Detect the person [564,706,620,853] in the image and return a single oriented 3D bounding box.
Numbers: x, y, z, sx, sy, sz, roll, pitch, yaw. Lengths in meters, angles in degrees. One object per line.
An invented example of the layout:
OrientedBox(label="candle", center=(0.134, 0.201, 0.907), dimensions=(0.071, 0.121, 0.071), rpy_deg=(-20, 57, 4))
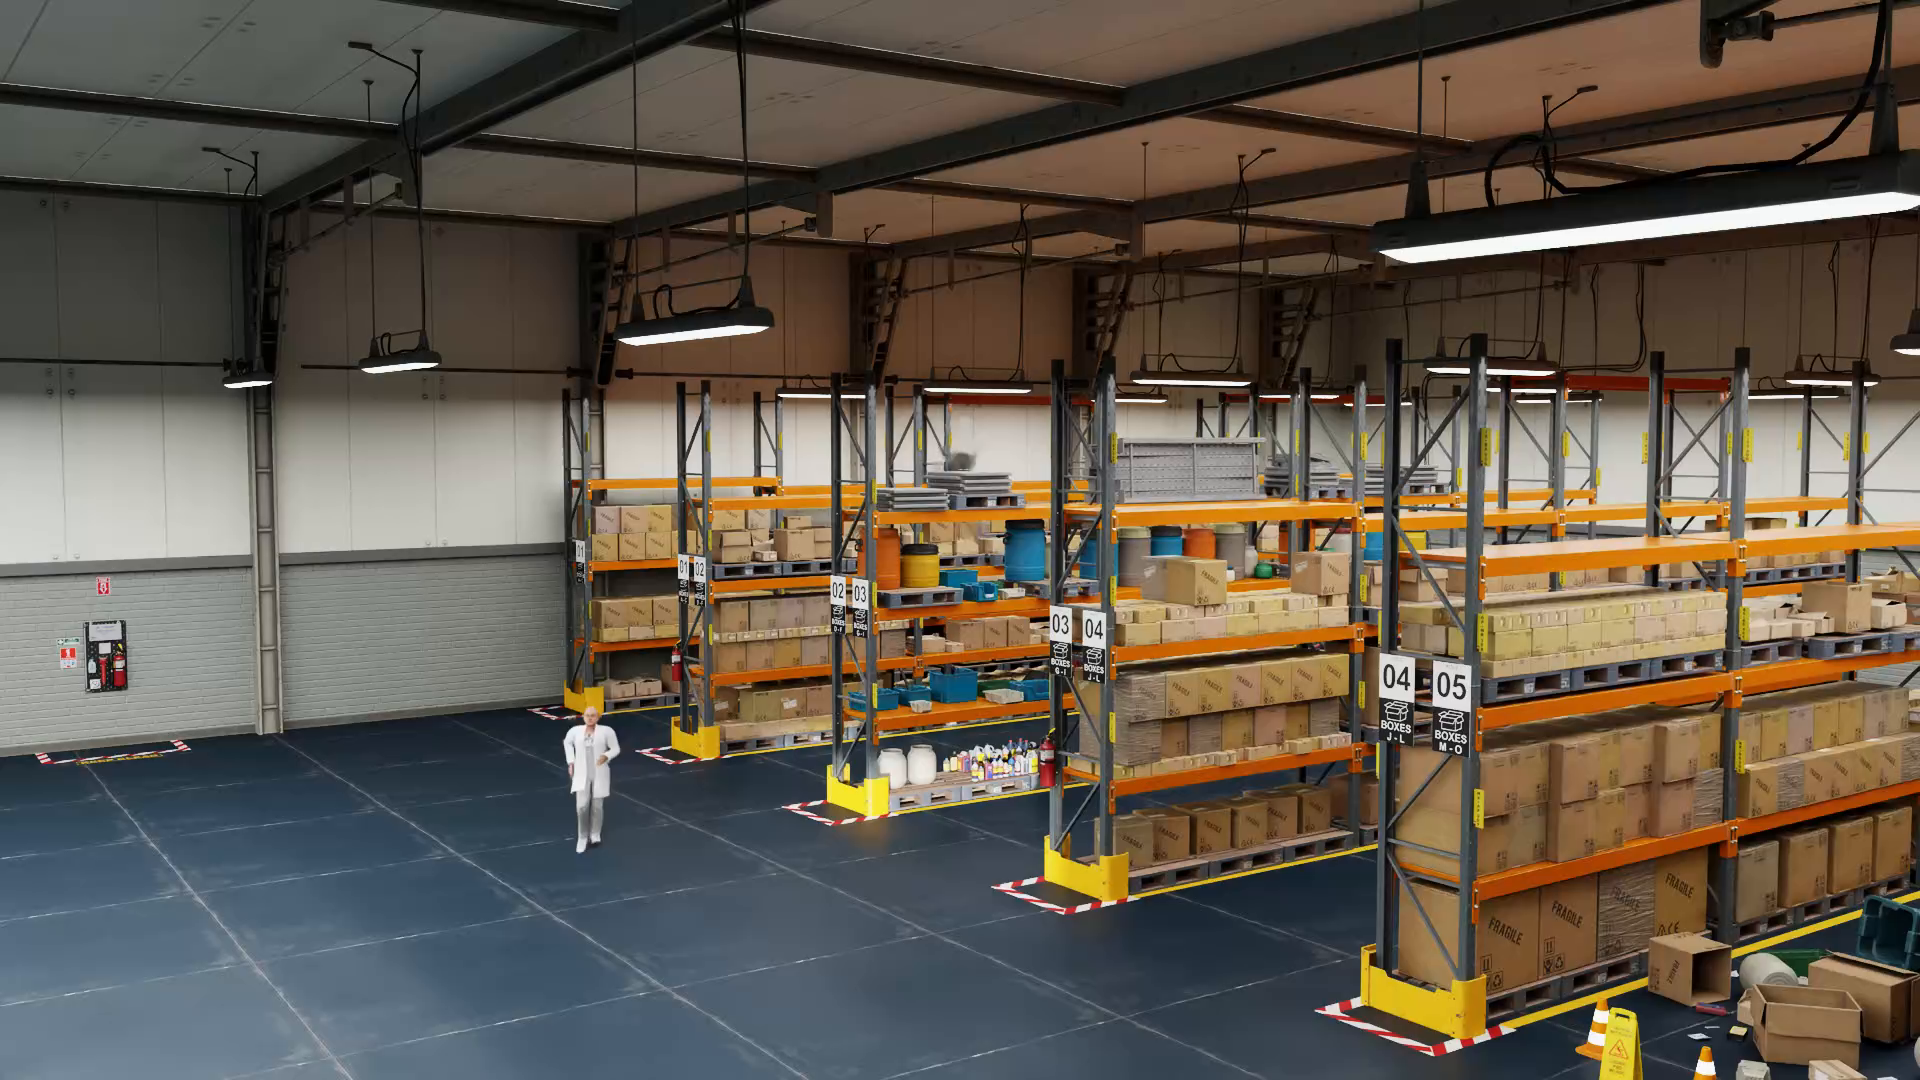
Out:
OrientedBox(label="person", center=(-4.564, 2.971, 20.633), dimensions=(0.693, 1.822, 0.808), rpy_deg=(-1, 4, -11))

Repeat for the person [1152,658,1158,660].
OrientedBox(label="person", center=(3.318, 2.442, 29.193), dimensions=(0.728, 1.754, 0.560), rpy_deg=(-3, 5, -39))
